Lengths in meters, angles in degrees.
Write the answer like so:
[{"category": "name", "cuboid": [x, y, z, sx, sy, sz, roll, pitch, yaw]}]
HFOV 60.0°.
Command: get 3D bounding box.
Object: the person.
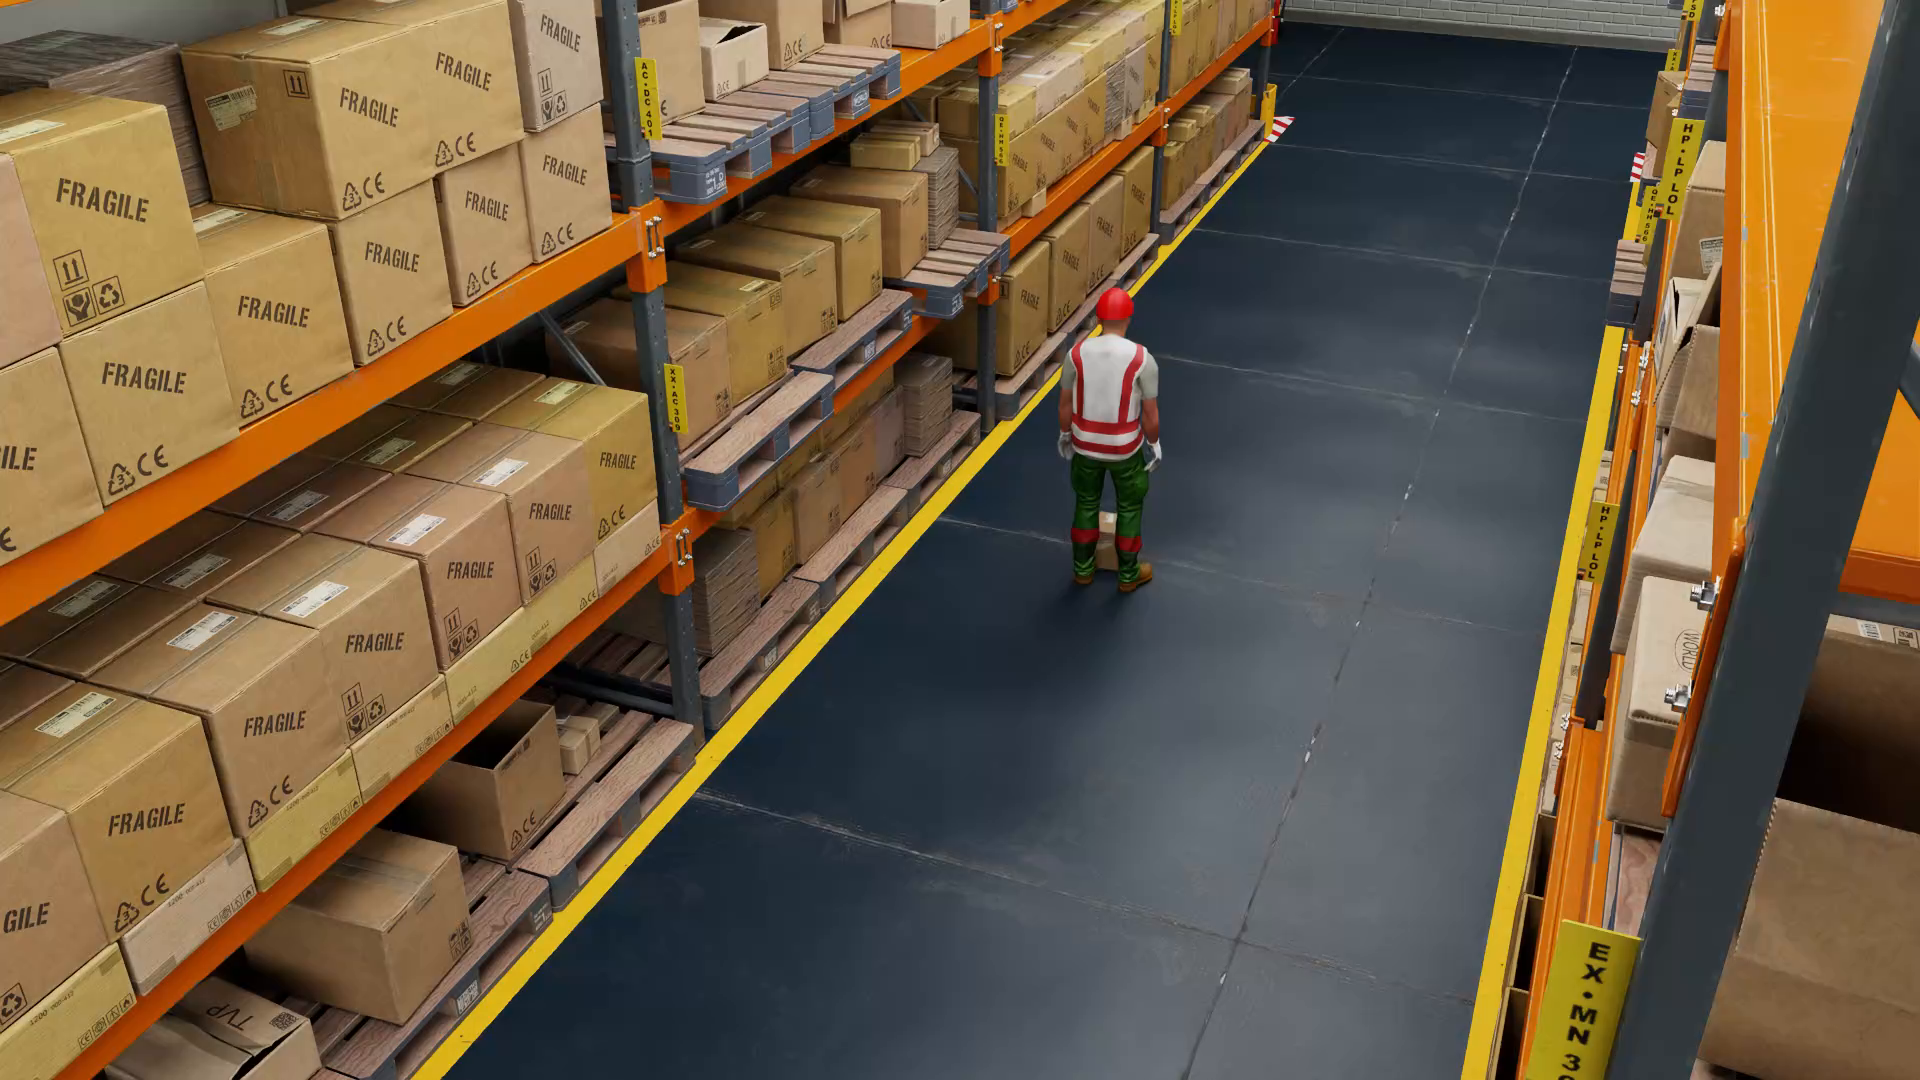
[{"category": "person", "cuboid": [0.842, -0.550, 9.365, 0.603, 1.777, 0.453, 10, 31, 17]}]
